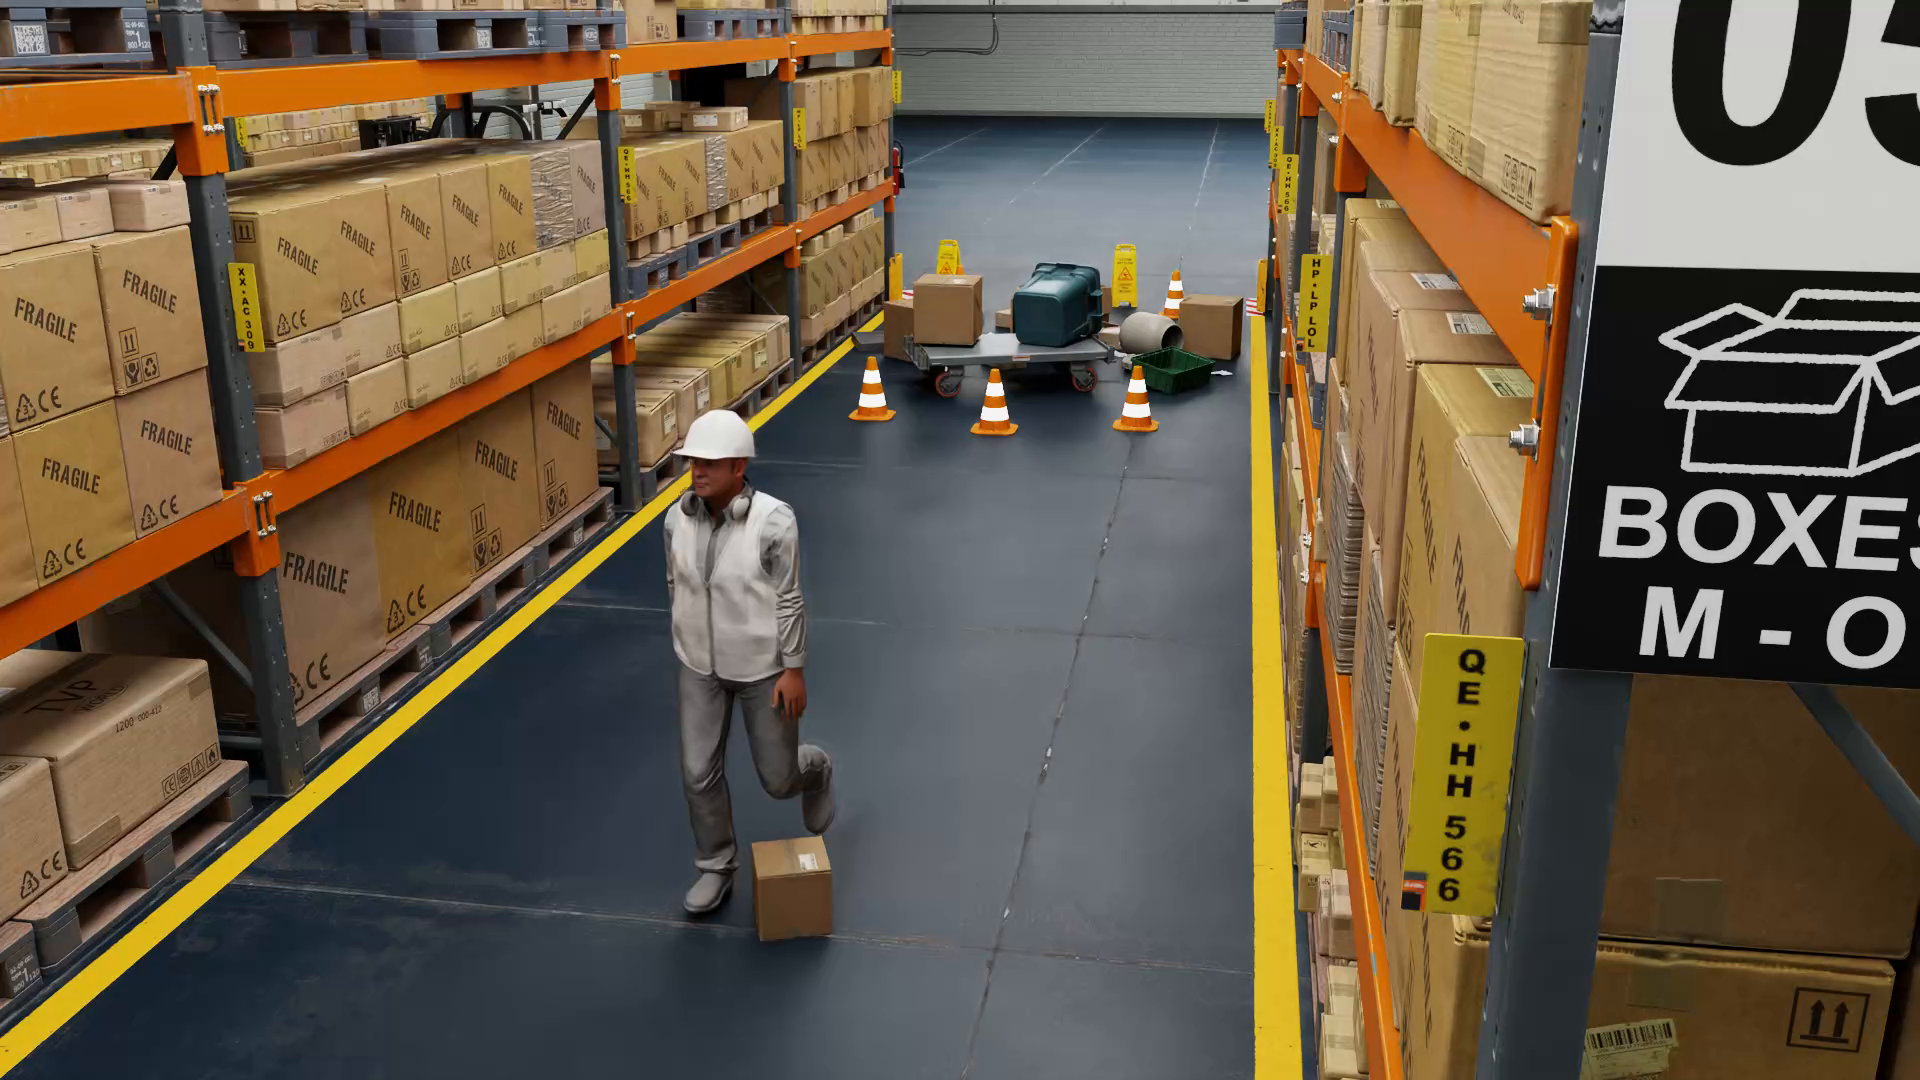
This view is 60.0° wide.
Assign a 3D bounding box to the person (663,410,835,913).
[{"bbox_3d":[-0.740,0.378,5.798,0.540,1.752,0.764,6,19,17],"label":"person"}]
